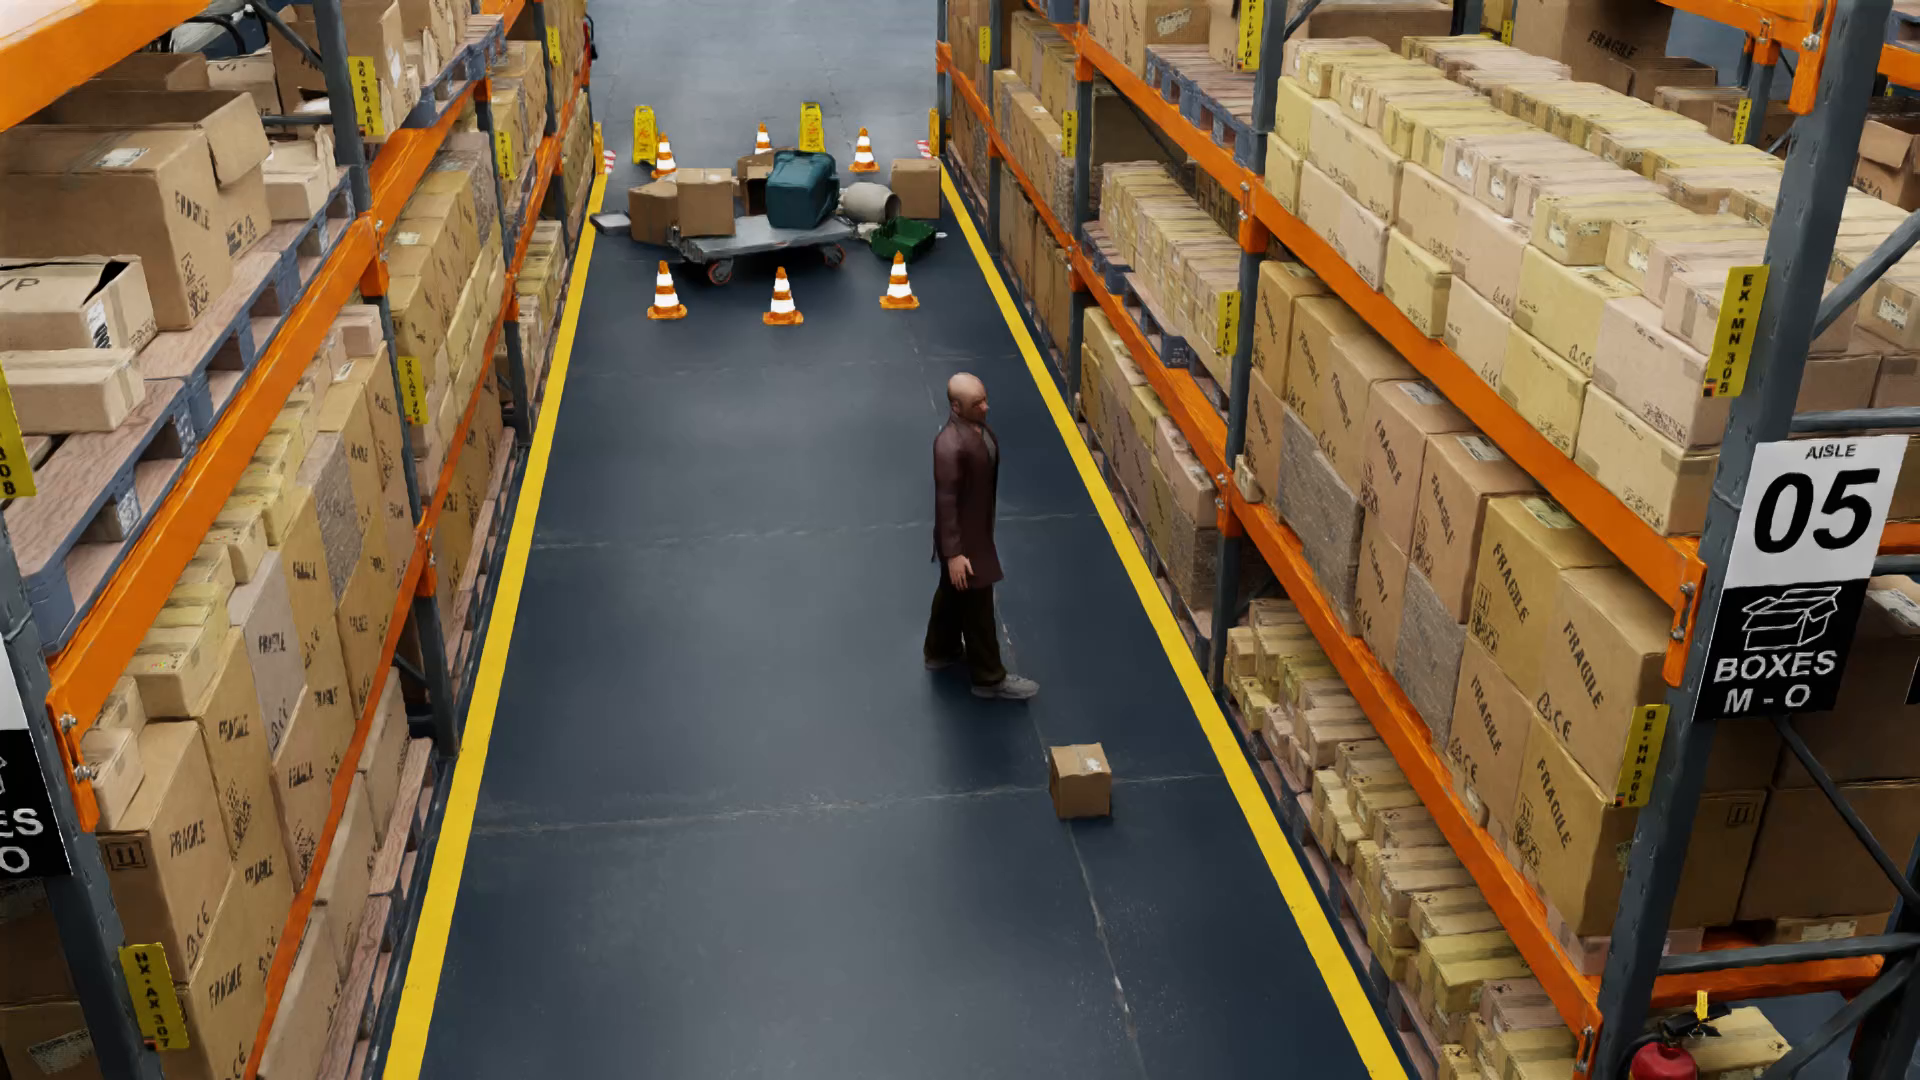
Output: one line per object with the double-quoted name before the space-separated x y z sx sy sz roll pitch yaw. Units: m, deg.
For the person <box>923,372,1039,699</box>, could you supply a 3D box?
"person" 0.107 -0.021 8.621 0.678 1.774 0.774 4 27 8
